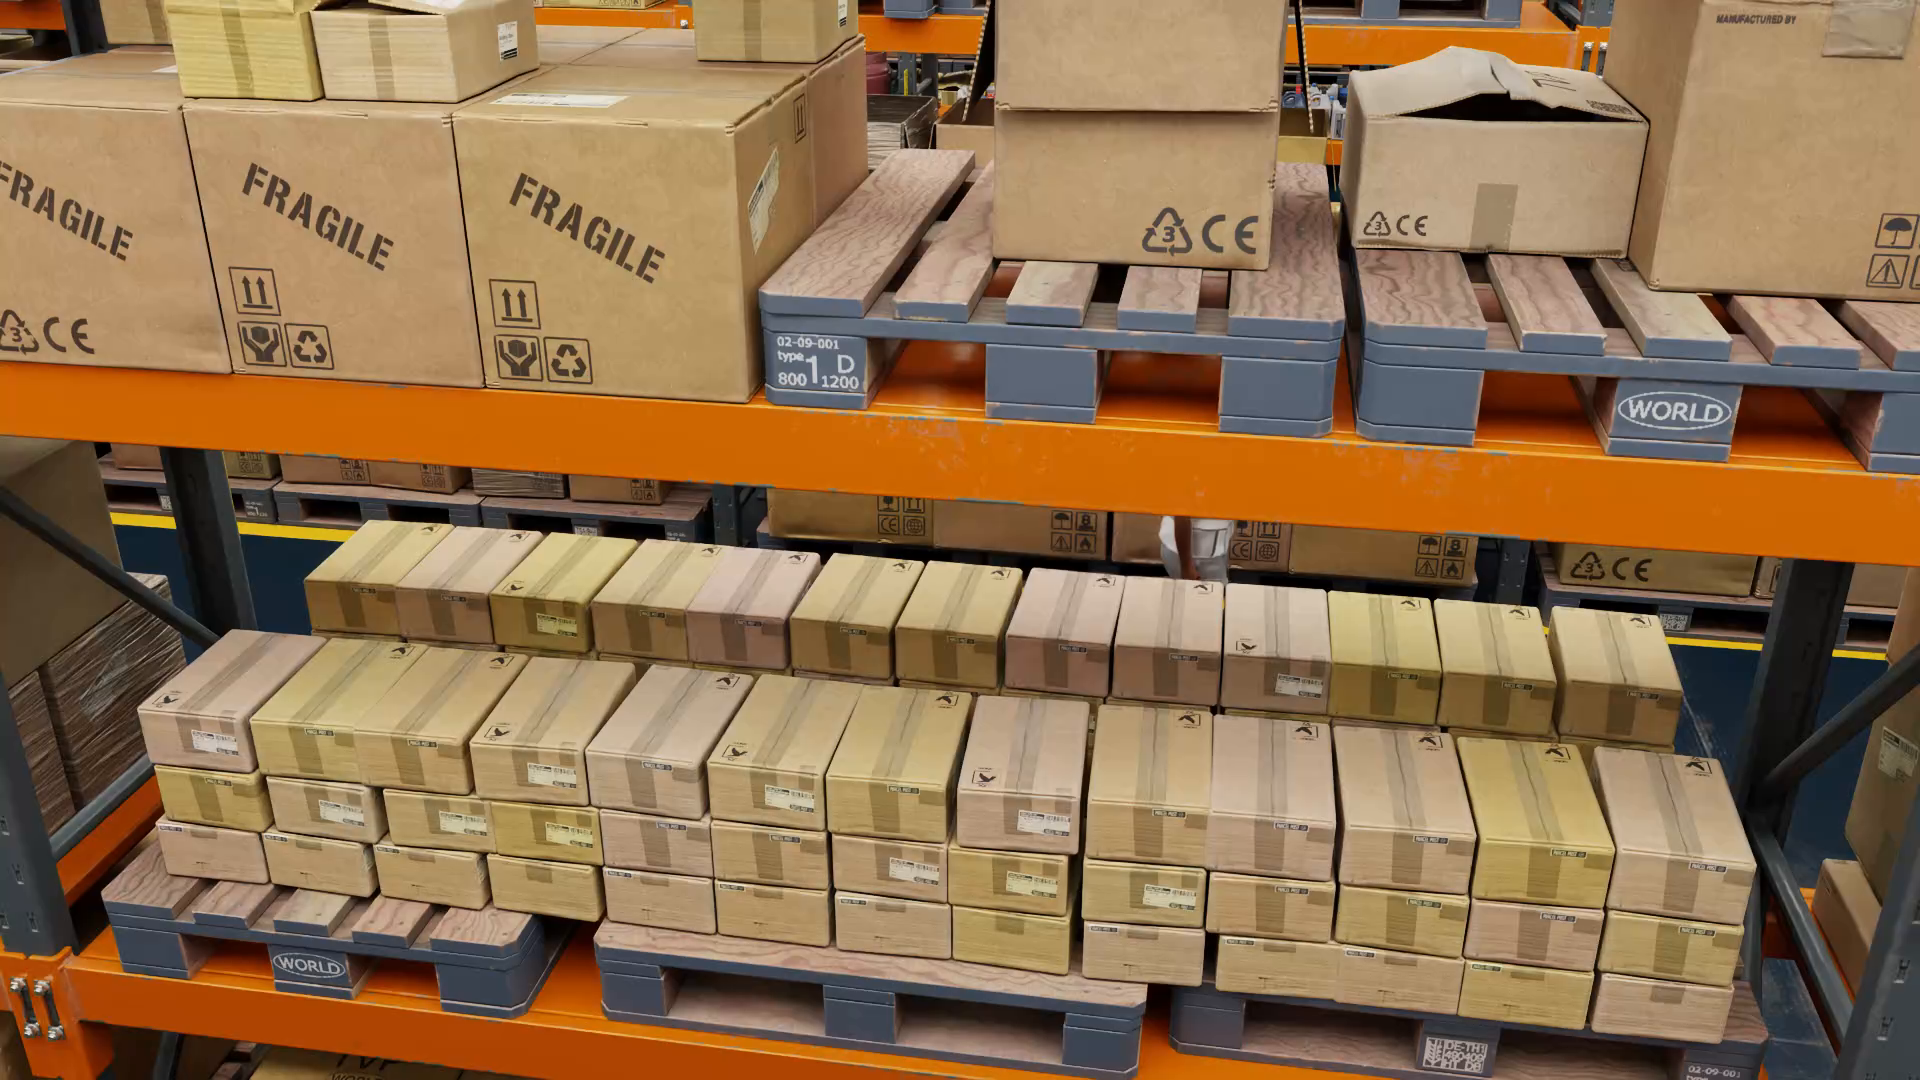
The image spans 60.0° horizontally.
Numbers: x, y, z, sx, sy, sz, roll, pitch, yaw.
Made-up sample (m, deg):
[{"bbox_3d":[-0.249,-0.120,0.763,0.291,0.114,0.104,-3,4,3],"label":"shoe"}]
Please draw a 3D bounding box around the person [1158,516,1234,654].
[{"bbox_3d":[0.951,0.016,7.004,0.490,1.680,0.480,7,26,15],"label":"person"}]
